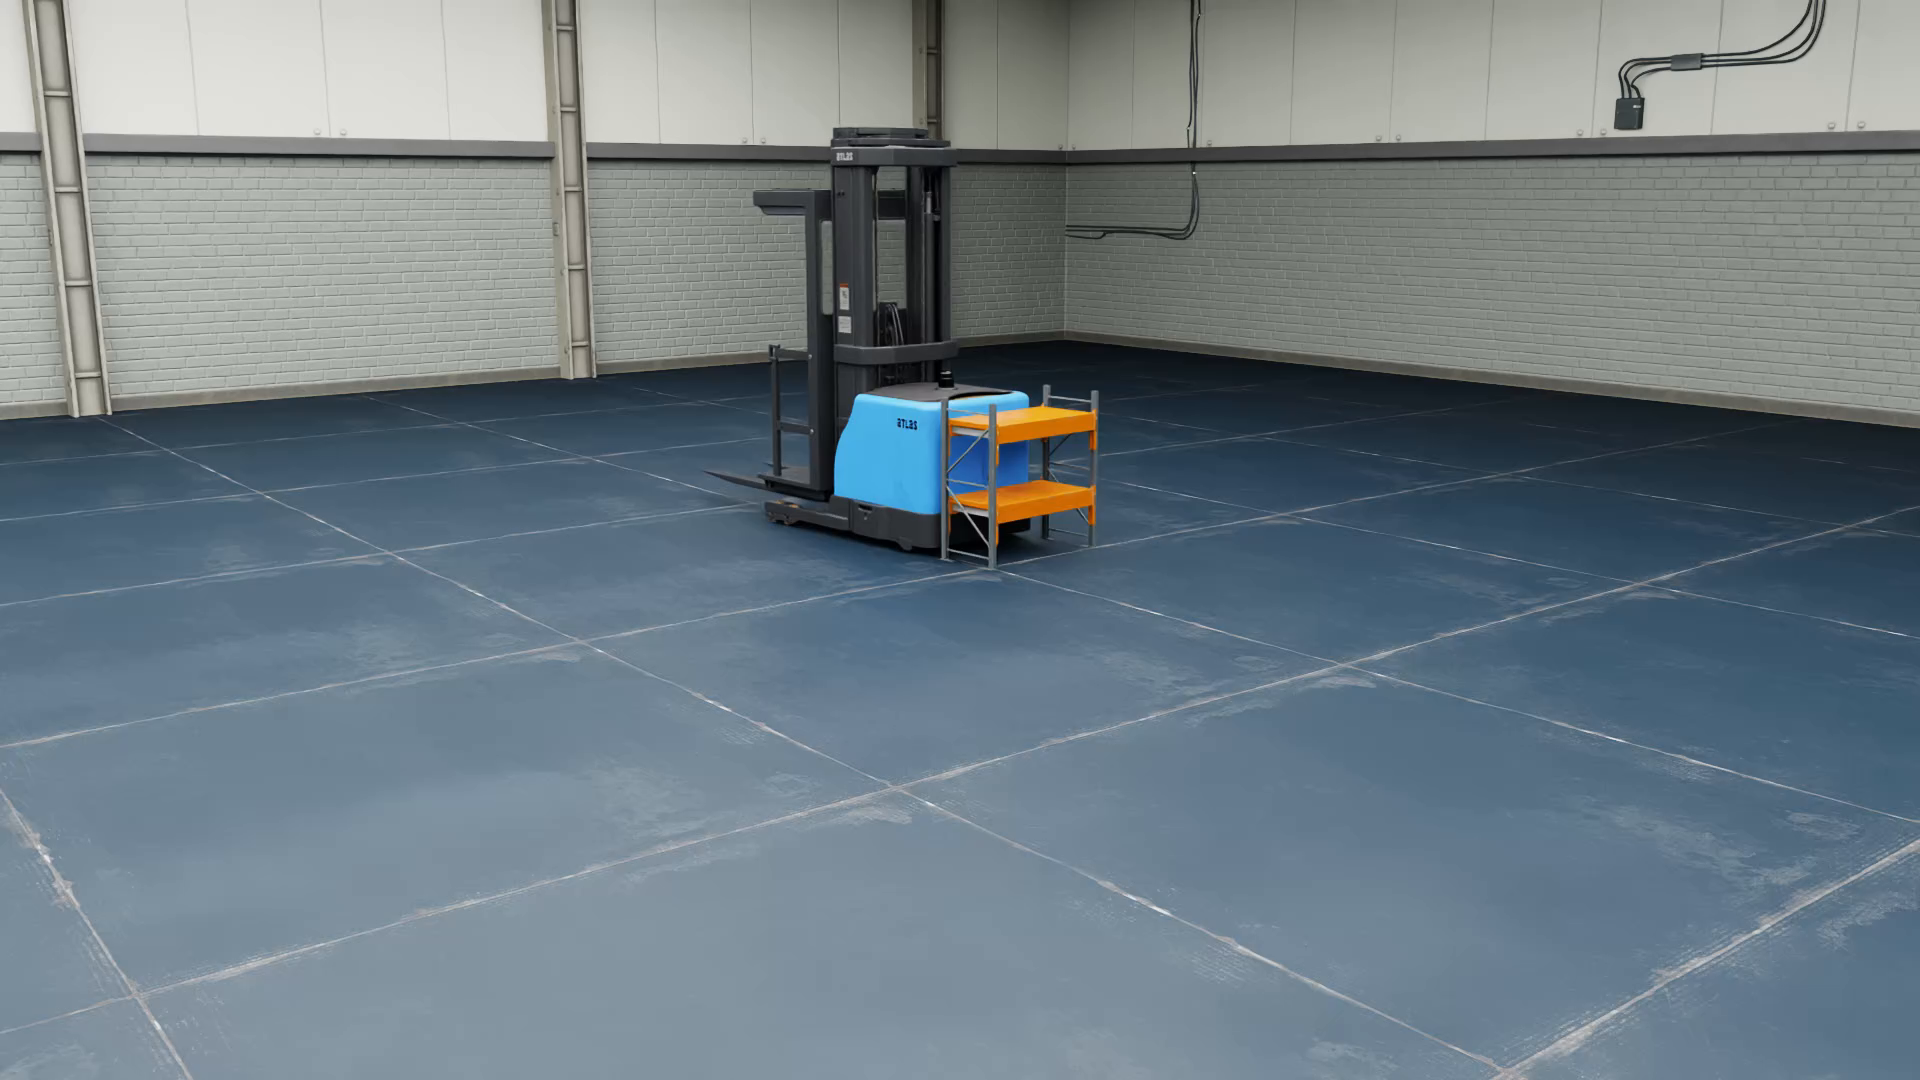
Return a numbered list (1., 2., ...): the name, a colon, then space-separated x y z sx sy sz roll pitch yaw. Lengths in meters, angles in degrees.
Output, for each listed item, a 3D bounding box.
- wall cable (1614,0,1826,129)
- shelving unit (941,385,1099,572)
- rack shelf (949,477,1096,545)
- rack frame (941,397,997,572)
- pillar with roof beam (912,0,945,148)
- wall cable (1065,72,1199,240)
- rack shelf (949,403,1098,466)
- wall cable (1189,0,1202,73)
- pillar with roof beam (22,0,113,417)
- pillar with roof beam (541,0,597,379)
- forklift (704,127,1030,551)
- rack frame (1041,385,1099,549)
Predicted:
1. wall cable: 8.566 -7.671 18.403 0.169 6.003 2.305 -9 15 -38
2. shelving unit: 0.420 -0.452 11.547 1.048 1.125 0.538 -11 17 -43
3. rack shelf: 0.420 -0.212 11.598 1.000 0.278 0.538 -11 17 -43
4. rack frame: 0.057 -0.378 11.199 0.032 1.125 0.500 -11 17 -43
5. pillar with roof beam: 2.211 -6.684 21.939 0.400 9.000 9.100 -9 15 -38
6. wall cable: 2.648 -6.031 26.340 0.112 2.526 3.097 -9 15 -38
7. rack shelf: 0.420 -0.738 11.486 1.000 0.278 0.538 -11 17 -43
8. wall cable: 4.338 -8.062 23.749 0.112 2.526 3.097 -9 15 -38
9. pillar with roof beam: -7.159 -5.126 14.606 0.400 9.000 9.100 -9 15 -38
10. pillar with roof beam: -2.474 -5.905 18.273 0.400 9.000 9.100 -9 15 -38
11. forklift: -0.850 -1.602 12.616 1.130 2.935 3.031 -11 16 -41
12. rack frame: 0.783 -0.526 11.895 0.032 1.125 0.500 -11 17 -43
